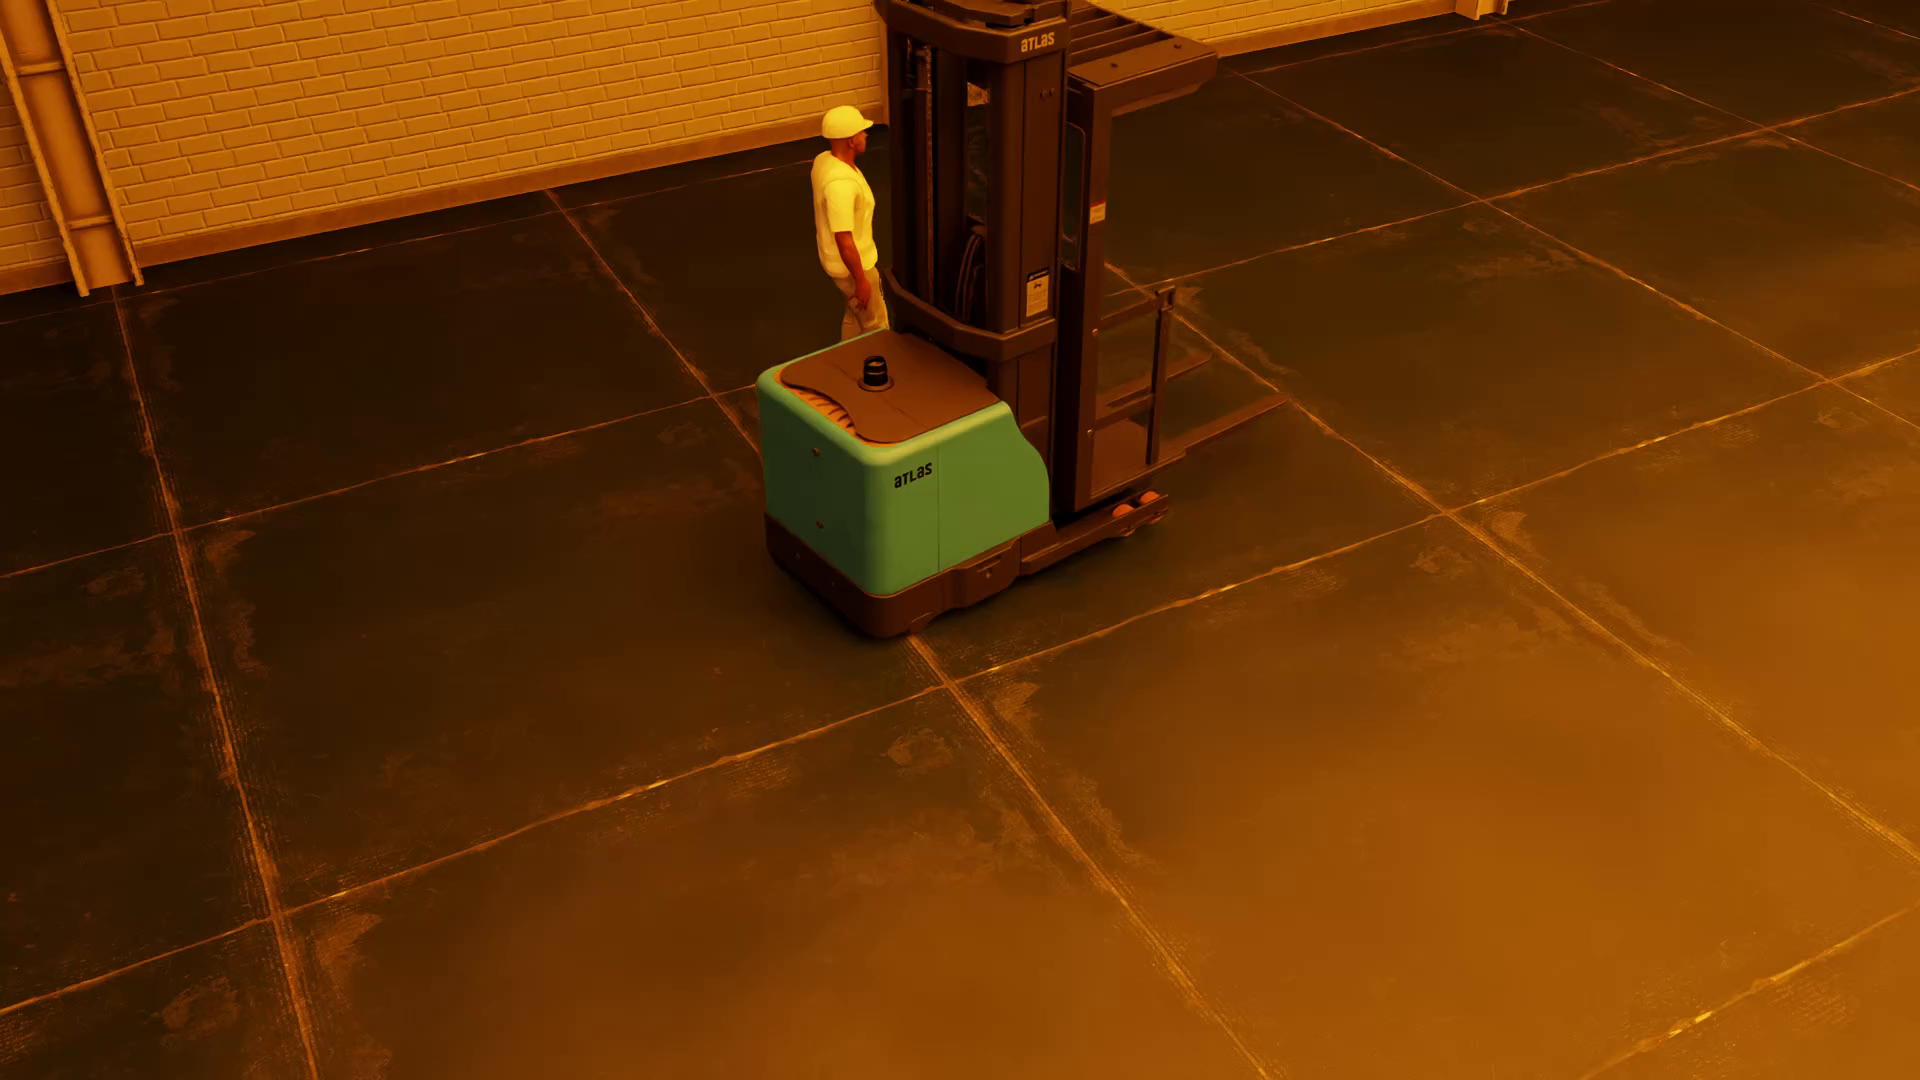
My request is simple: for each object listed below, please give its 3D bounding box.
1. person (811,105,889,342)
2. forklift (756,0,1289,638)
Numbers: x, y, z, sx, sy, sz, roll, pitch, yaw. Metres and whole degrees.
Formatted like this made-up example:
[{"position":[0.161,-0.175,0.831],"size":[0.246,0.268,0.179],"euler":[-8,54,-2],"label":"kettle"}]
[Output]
[{"position":[-0.574,-1.586,9.382],"size":[0.478,1.764,0.708],"euler":[-9,36,-12],"label":"person"},{"position":[0.477,-1.430,8.146],"size":[3.031,2.935,1.130],"euler":[-25,42,-31],"label":"forklift"}]
